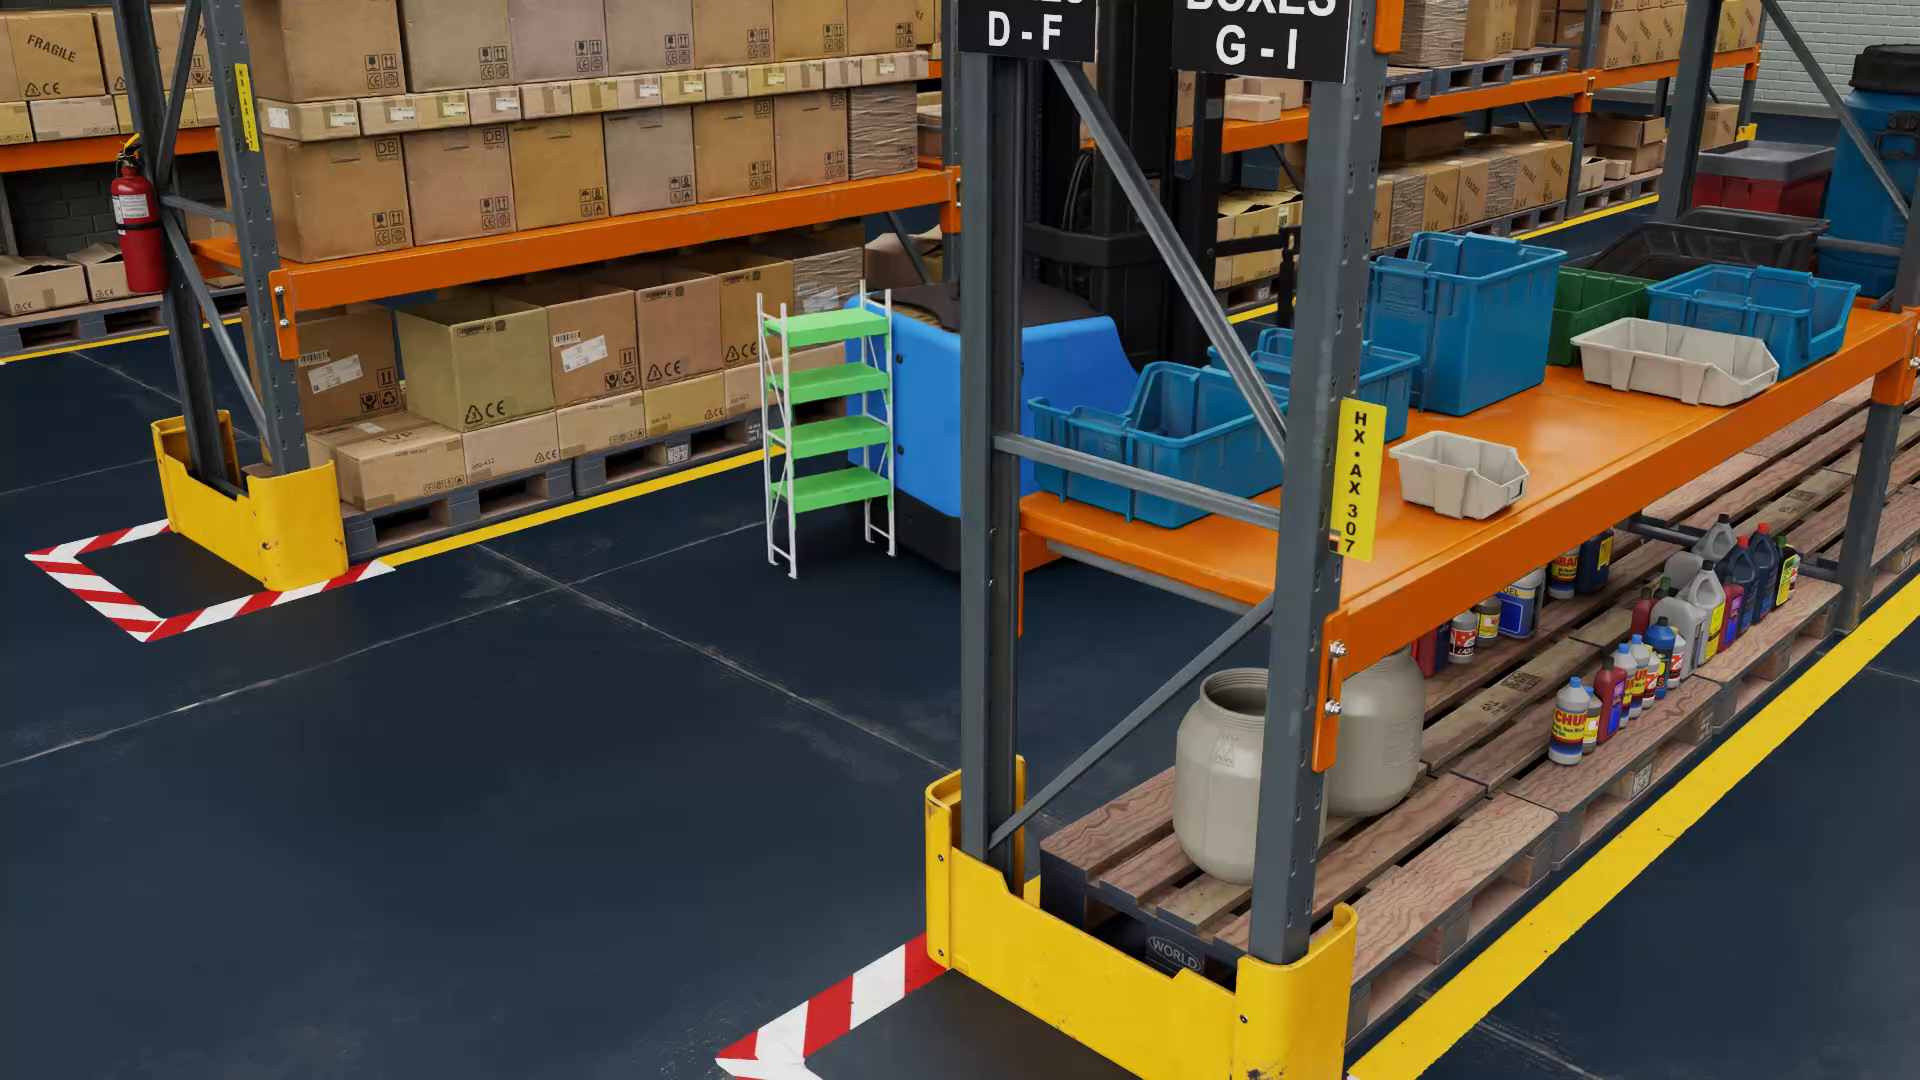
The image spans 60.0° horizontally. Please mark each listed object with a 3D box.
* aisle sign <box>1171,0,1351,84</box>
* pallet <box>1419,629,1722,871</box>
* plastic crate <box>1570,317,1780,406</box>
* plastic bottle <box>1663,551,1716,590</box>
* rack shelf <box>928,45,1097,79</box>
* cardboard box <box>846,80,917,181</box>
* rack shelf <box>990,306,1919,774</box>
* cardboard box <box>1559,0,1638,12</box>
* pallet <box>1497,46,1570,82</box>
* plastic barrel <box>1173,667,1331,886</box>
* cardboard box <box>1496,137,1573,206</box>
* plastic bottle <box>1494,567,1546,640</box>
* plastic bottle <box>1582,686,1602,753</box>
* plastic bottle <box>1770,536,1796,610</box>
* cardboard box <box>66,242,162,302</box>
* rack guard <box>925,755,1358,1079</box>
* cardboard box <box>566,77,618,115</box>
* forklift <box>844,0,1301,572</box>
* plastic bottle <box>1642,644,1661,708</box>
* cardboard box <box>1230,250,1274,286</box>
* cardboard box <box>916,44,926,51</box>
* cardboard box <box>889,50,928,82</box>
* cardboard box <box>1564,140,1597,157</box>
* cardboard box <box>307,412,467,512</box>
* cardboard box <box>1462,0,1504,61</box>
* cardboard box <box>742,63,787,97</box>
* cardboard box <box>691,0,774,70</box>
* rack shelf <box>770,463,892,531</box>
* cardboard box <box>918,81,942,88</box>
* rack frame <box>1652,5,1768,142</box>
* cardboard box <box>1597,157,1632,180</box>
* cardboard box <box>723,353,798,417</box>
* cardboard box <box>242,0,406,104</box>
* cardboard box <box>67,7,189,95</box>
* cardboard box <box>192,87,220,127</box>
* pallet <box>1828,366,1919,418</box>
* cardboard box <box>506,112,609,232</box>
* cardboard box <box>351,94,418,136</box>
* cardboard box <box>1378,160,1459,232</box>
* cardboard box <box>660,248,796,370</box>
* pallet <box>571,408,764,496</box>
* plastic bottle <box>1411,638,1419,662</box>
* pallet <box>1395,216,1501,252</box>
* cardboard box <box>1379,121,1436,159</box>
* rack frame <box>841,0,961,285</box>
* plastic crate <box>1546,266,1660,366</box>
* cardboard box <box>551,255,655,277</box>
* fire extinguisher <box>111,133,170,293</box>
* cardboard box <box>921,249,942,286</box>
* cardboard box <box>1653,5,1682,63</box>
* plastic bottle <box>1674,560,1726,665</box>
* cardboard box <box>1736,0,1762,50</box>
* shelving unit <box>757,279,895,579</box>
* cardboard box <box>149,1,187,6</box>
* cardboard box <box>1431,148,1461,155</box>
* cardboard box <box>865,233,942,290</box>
[{"bbox_3d":[0.560,-1.250,3.021,0.394,0.787,0.004,19,28,41],"label":"aisle sign"},{"bbox_3d":[1.841,0.623,5.660,1.003,0.211,1.213,19,28,41],"label":"pallet"},{"bbox_3d":[2.239,-0.552,5.198,0.530,0.136,0.437,19,28,41],"label":"plastic crate"},{"bbox_3d":[2.690,0.166,6.144,0.152,0.276,0.135,19,28,41],"label":"plastic bottle"},{"bbox_3d":[0.278,-4.842,16.994,1.077,0.370,4.000,19,28,41],"label":"rack shelf"},{"bbox_3d":[-0.661,-2.328,9.311,0.700,0.500,0.500,18,28,39],"label":"cardboard box"},{"bbox_3d":[1.795,-0.306,5.193,1.077,0.370,4.000,19,28,41],"label":"rack shelf"},{"bbox_3d":[5.755,-5.017,14.914,0.500,0.500,0.500,-19,28,-41],"label":"cardboard box"},{"bbox_3d":[4.589,-4.186,14.551,1.003,0.211,1.213,19,28,41],"label":"pallet"},{"bbox_3d":[0.805,0.649,4.587,0.421,0.512,0.421,0,21,0],"label":"plastic barrel"},{"bbox_3d":[5.086,-3.293,14.833,0.500,0.500,0.500,19,28,40],"label":"cardboard box"},{"bbox_3d":[2.026,0.202,6.051,0.152,0.276,0.135,19,28,41],"label":"plastic bottle"},{"bbox_3d":[1.961,0.558,5.228,0.097,0.201,0.097,0,21,0],"label":"plastic bottle"},{"bbox_3d":[3.091,0.113,6.273,0.133,0.283,0.061,-18,28,-39],"label":"plastic bottle"},{"bbox_3d":[-5.753,-1.860,11.366,0.500,0.311,0.500,-17,27,-38],"label":"cardboard box"},{"bbox_3d":[0.420,1.008,4.256,1.175,0.500,0.348,19,28,41],"label":"rack guard"},{"bbox_3d":[-1.821,-2.097,7.805,0.380,0.149,0.250,19,28,40],"label":"cardboard box"},{"bbox_3d":[0.988,-1.597,7.644,3.031,2.935,1.130,-13,24,-30],"label":"forklift"},{"bbox_3d":[2.266,0.446,5.522,0.097,0.201,0.097,0,21,0],"label":"plastic bottle"},{"bbox_3d":[1.885,-2.008,11.865,0.500,0.250,0.500,19,28,40],"label":"cardboard box"},{"bbox_3d":[-0.539,-4.645,15.801,0.250,0.149,0.380,-20,29,-41],"label":"cardboard box"},{"bbox_3d":[-0.392,-2.623,9.174,0.380,0.149,0.250,19,28,41],"label":"cardboard box"},{"bbox_3d":[5.943,-3.814,16.451,0.500,0.311,0.500,19,28,41],"label":"cardboard box"},{"bbox_3d":[-2.613,-0.363,7.586,0.500,0.250,0.500,19,28,41],"label":"cardboard box"},{"bbox_3d":[4.037,-4.226,13.665,0.700,0.500,0.500,12,24,27],"label":"cardboard box"},{"bbox_3d":[-1.103,-2.362,8.494,0.380,0.149,0.250,19,28,40],"label":"cardboard box"},{"bbox_3d":[-1.362,-2.675,8.405,0.700,0.500,0.500,19,28,41],"label":"cardboard box"},{"bbox_3d":[-0.566,-0.192,7.249,0.480,0.148,0.258,-13,24,-30],"label":"rack shelf"},{"bbox_3d":[0.106,-4.236,16.826,0.750,0.750,0.750,19,28,40],"label":"cardboard box"},{"bbox_3d":[8.016,-5.481,17.655,1.000,3.000,0.127,19,28,41],"label":"rack frame"},{"bbox_3d":[6.269,-3.615,16.134,0.380,0.166,0.250,19,28,41],"label":"cardboard box"},{"bbox_3d":[-1.217,-0.877,8.923,0.500,0.250,0.500,19,28,41],"label":"cardboard box"},{"bbox_3d":[-2.774,-2.151,7.043,0.700,0.500,0.500,19,28,41],"label":"cardboard box"},{"bbox_3d":[-5.433,-3.200,10.855,0.500,0.500,0.500,18,27,39],"label":"cardboard box"},{"bbox_3d":[-5.064,-2.989,11.350,0.500,0.250,0.500,20,28,41],"label":"cardboard box"},{"bbox_3d":[5.413,-0.693,9.084,1.003,0.211,1.213,19,28,41],"label":"pallet"},{"bbox_3d":[-2.098,-1.794,7.923,0.700,0.500,0.500,19,28,41],"label":"cardboard box"},{"bbox_3d":[-2.536,-1.834,7.121,0.380,0.149,0.250,18,28,39],"label":"cardboard box"},{"bbox_3d":[3.672,-2.773,13.478,0.500,0.500,0.500,19,28,40],"label":"cardboard box"},{"bbox_3d":[-1.226,-1.230,8.797,0.500,0.500,0.500,19,28,41],"label":"cardboard box"},{"bbox_3d":[-1.792,-0.586,8.805,1.003,0.211,1.213,19,28,41],"label":"pallet"},{"bbox_3d":[1.563,0.298,5.801,0.152,0.276,0.135,20,28,41],"label":"plastic bottle"},{"bbox_3d":[3.834,-2.618,14.092,1.003,0.211,1.213,19,28,41],"label":"pallet"},{"bbox_3d":[3.666,-3.392,14.045,0.500,0.250,0.500,19,28,40],"label":"cardboard box"},{"bbox_3d":[-0.356,-2.397,9.629,1.000,3.000,0.127,19,28,41],"label":"rack frame"},{"bbox_3d":[2.041,-0.779,5.715,0.450,0.188,0.662,19,28,41],"label":"plastic crate"},{"bbox_3d":[-1.948,-1.232,8.802,0.500,0.500,0.500,19,28,41],"label":"cardboard box"},{"bbox_3d":[-3.561,-1.418,7.192,0.296,0.674,0.183,19,28,41],"label":"fire extinguisher"},{"bbox_3d":[0.111,-1.615,10.061,0.500,0.311,0.500,19,28,41],"label":"cardboard box"},{"bbox_3d":[6.481,-4.823,15.803,0.500,0.500,0.500,19,28,40],"label":"cardboard box"},{"bbox_3d":[2.589,0.245,5.835,0.144,0.351,0.185,19,28,40],"label":"plastic bottle"},{"bbox_3d":[7.898,-5.345,17.160,0.500,0.500,0.500,-19,28,-40],"label":"cardboard box"},{"bbox_3d":[-0.566,-0.476,7.140,0.503,1.200,0.258,-13,24,-30],"label":"shelving unit"},{"bbox_3d":[-5.454,-3.462,11.535,0.500,0.500,0.500,-20,29,-41],"label":"cardboard box"},{"bbox_3d":[3.995,-3.162,14.491,0.500,0.500,0.500,20,29,41],"label":"cardboard box"},{"bbox_3d":[-0.279,-1.747,10.404,0.500,0.311,0.500,19,28,41],"label":"cardboard box"}]
